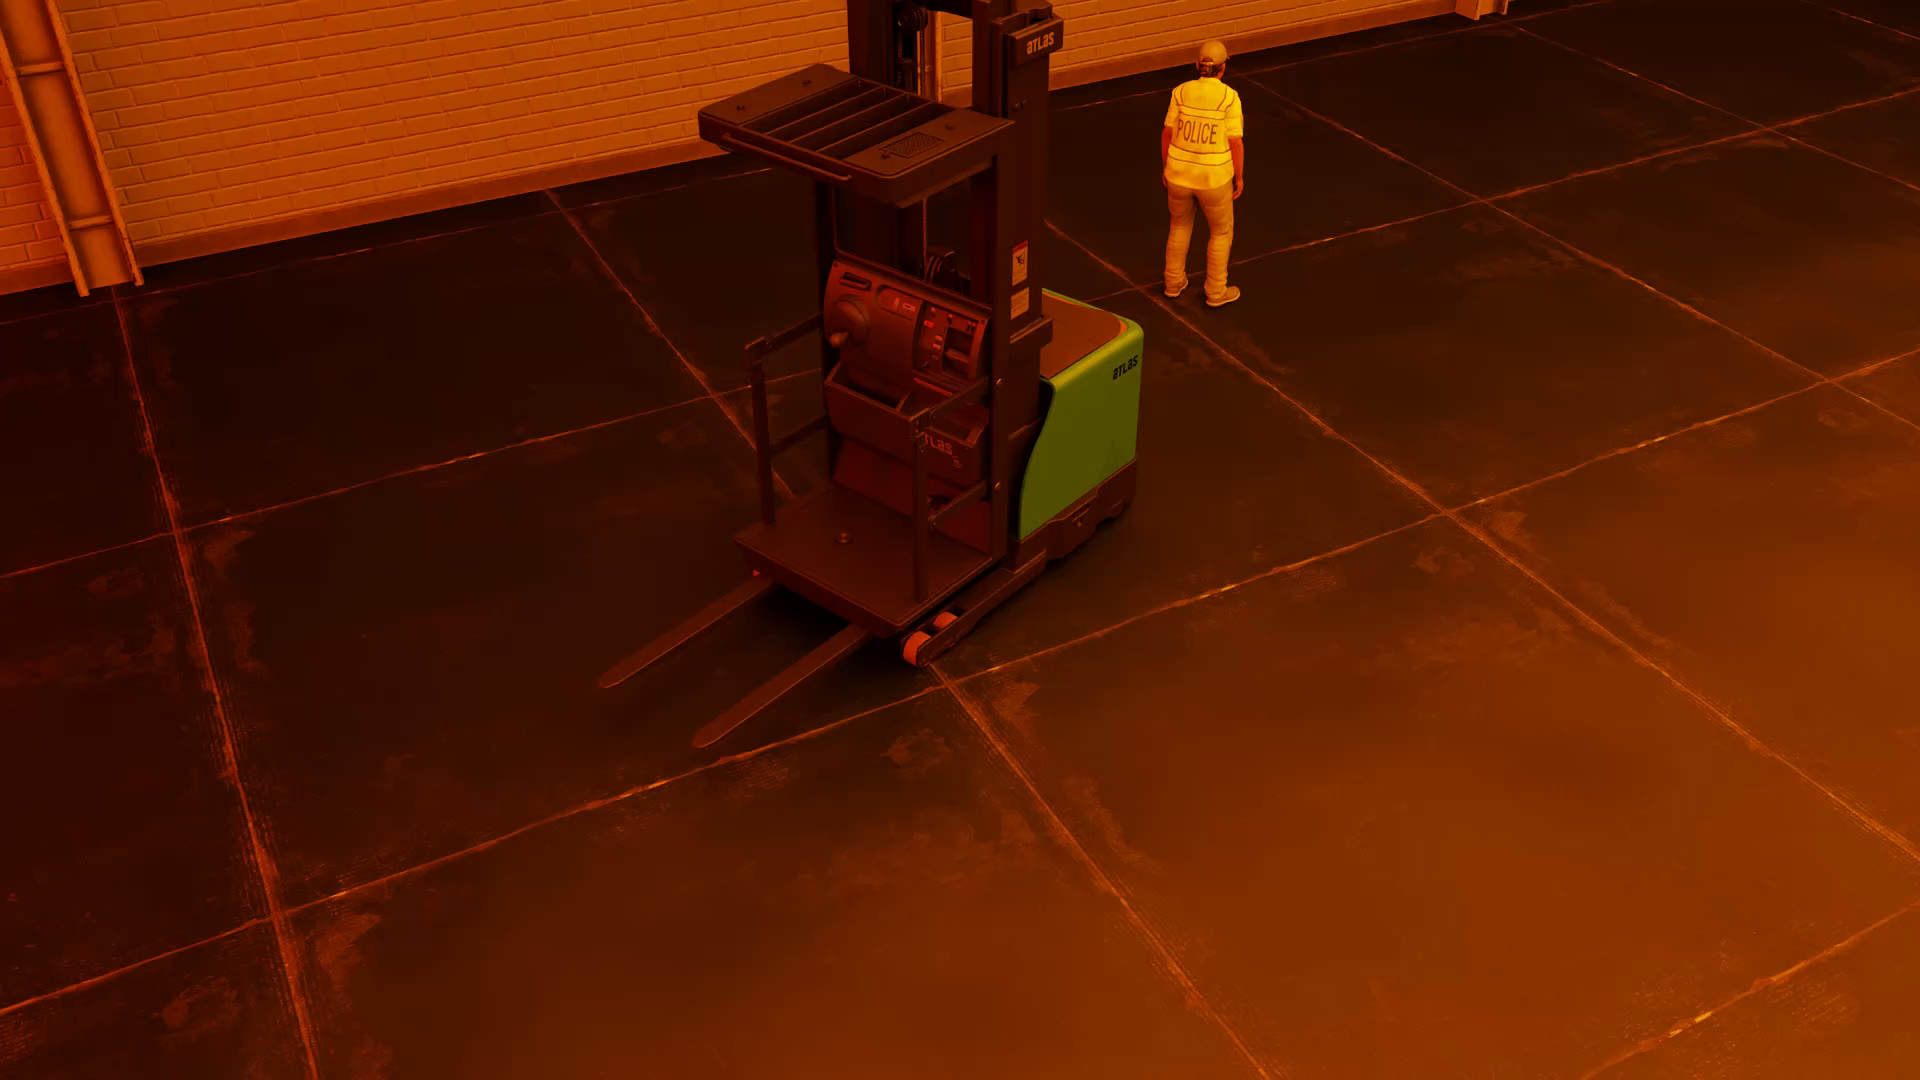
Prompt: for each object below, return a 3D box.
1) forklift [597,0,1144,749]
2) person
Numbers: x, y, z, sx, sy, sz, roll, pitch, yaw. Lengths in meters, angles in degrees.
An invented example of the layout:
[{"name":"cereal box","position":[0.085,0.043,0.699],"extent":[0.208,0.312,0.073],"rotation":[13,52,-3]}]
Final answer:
[{"name":"forklift","position":[-0.390,-0.927,7.434],"extent":[1.130,2.935,3.031],"rotation":[26,43,31]},{"name":"person","position":[1.540,-2.295,10.468],"extent":[0.565,1.667,0.465],"rotation":[17,38,22]}]
